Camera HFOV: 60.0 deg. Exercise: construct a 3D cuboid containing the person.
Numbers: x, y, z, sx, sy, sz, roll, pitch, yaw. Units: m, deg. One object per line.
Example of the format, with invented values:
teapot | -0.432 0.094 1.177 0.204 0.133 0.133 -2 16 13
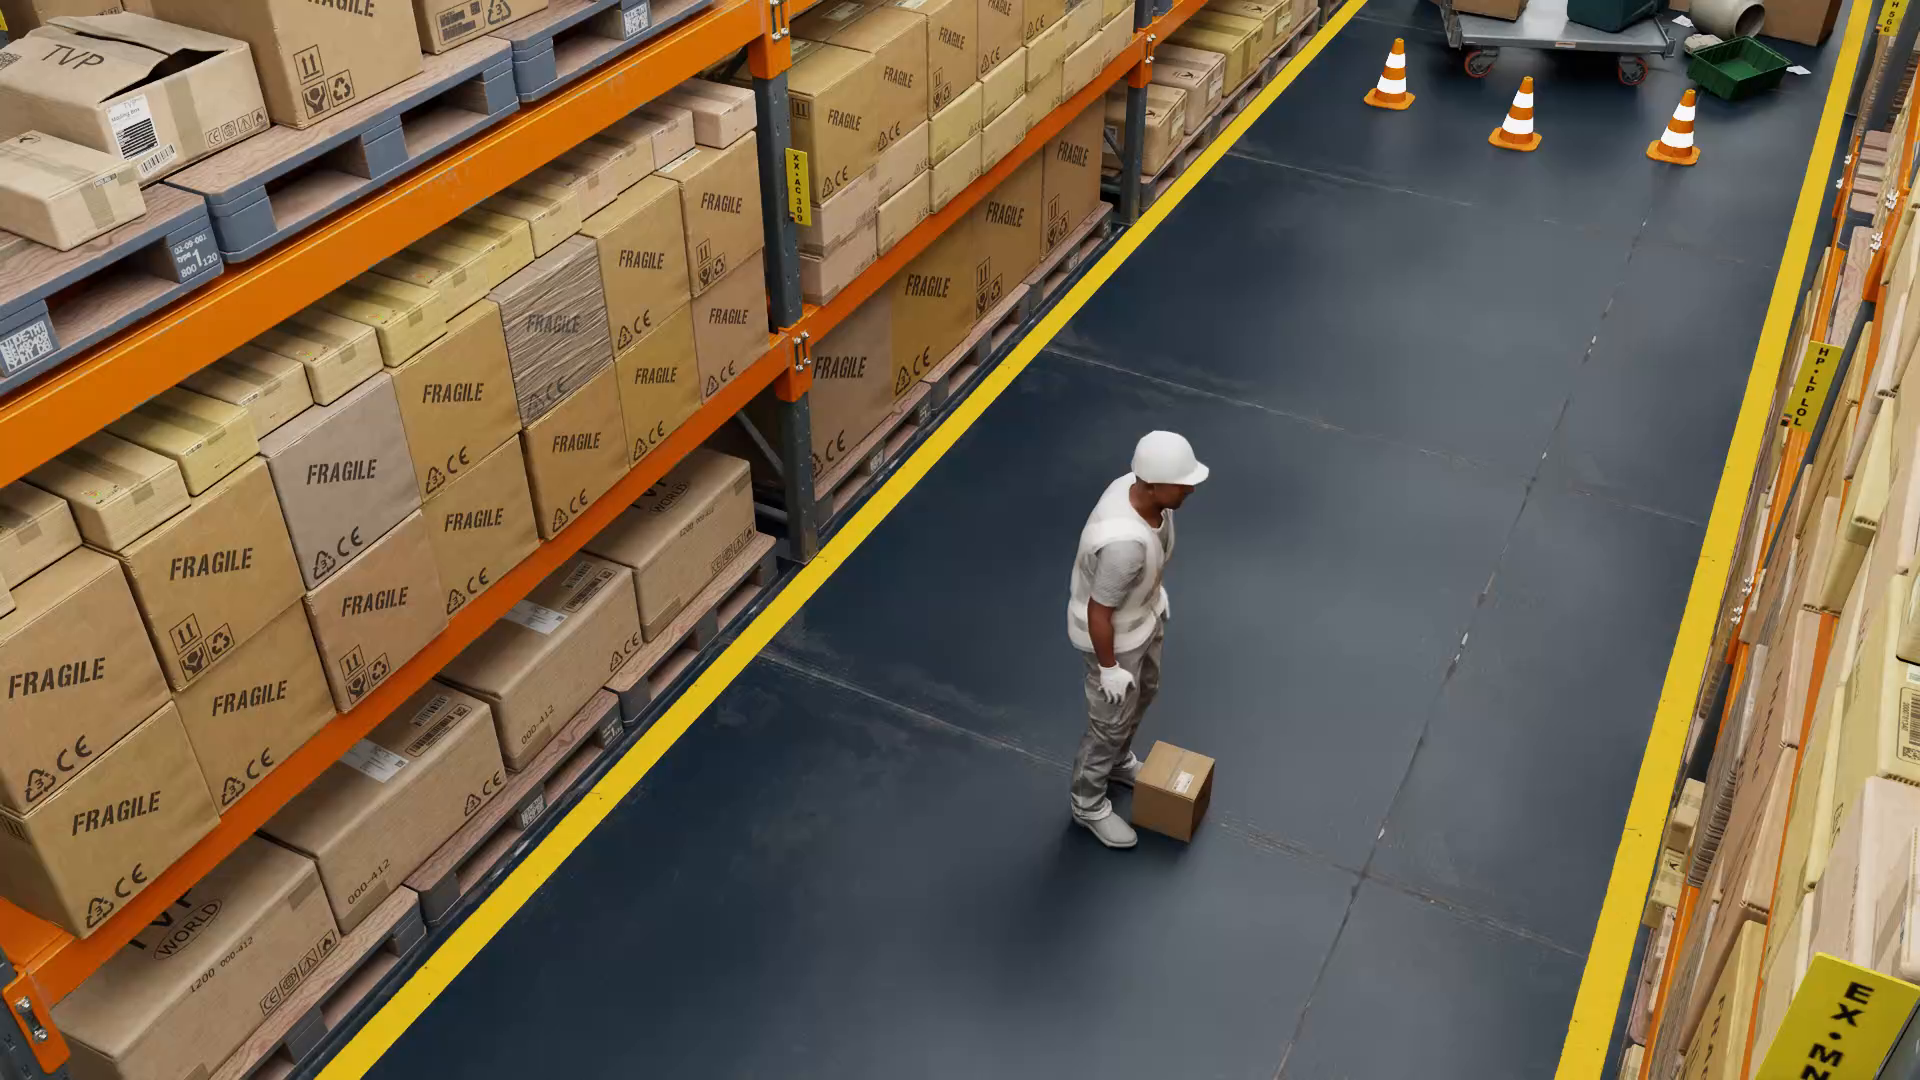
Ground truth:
person | 0.646 0.339 6.300 0.447 1.775 0.628 15 40 19
